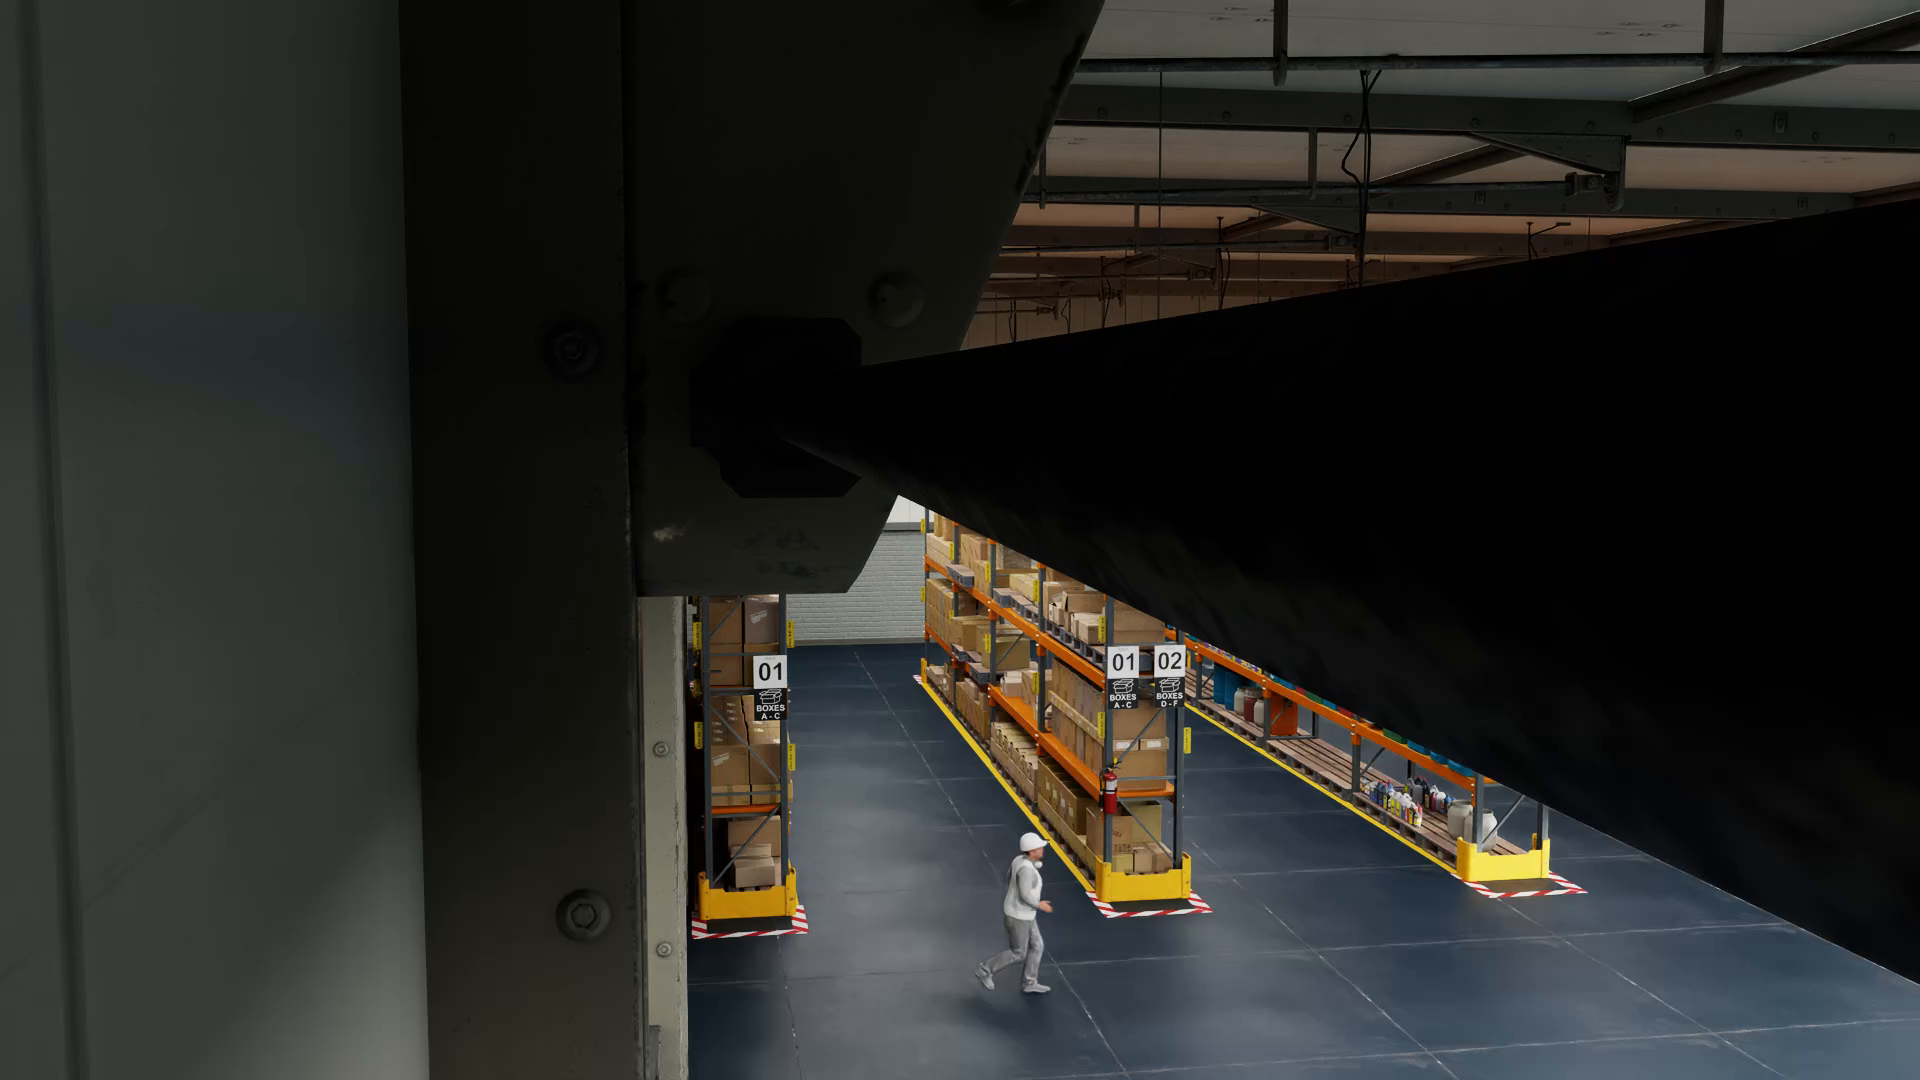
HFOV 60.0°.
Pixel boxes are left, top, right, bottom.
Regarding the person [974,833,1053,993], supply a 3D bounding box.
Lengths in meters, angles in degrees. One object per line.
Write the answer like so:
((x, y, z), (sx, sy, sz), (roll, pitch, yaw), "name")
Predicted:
((0.561, 3.933, 17.505), (0.824, 1.734, 0.654), (0, 5, 1), "person")
